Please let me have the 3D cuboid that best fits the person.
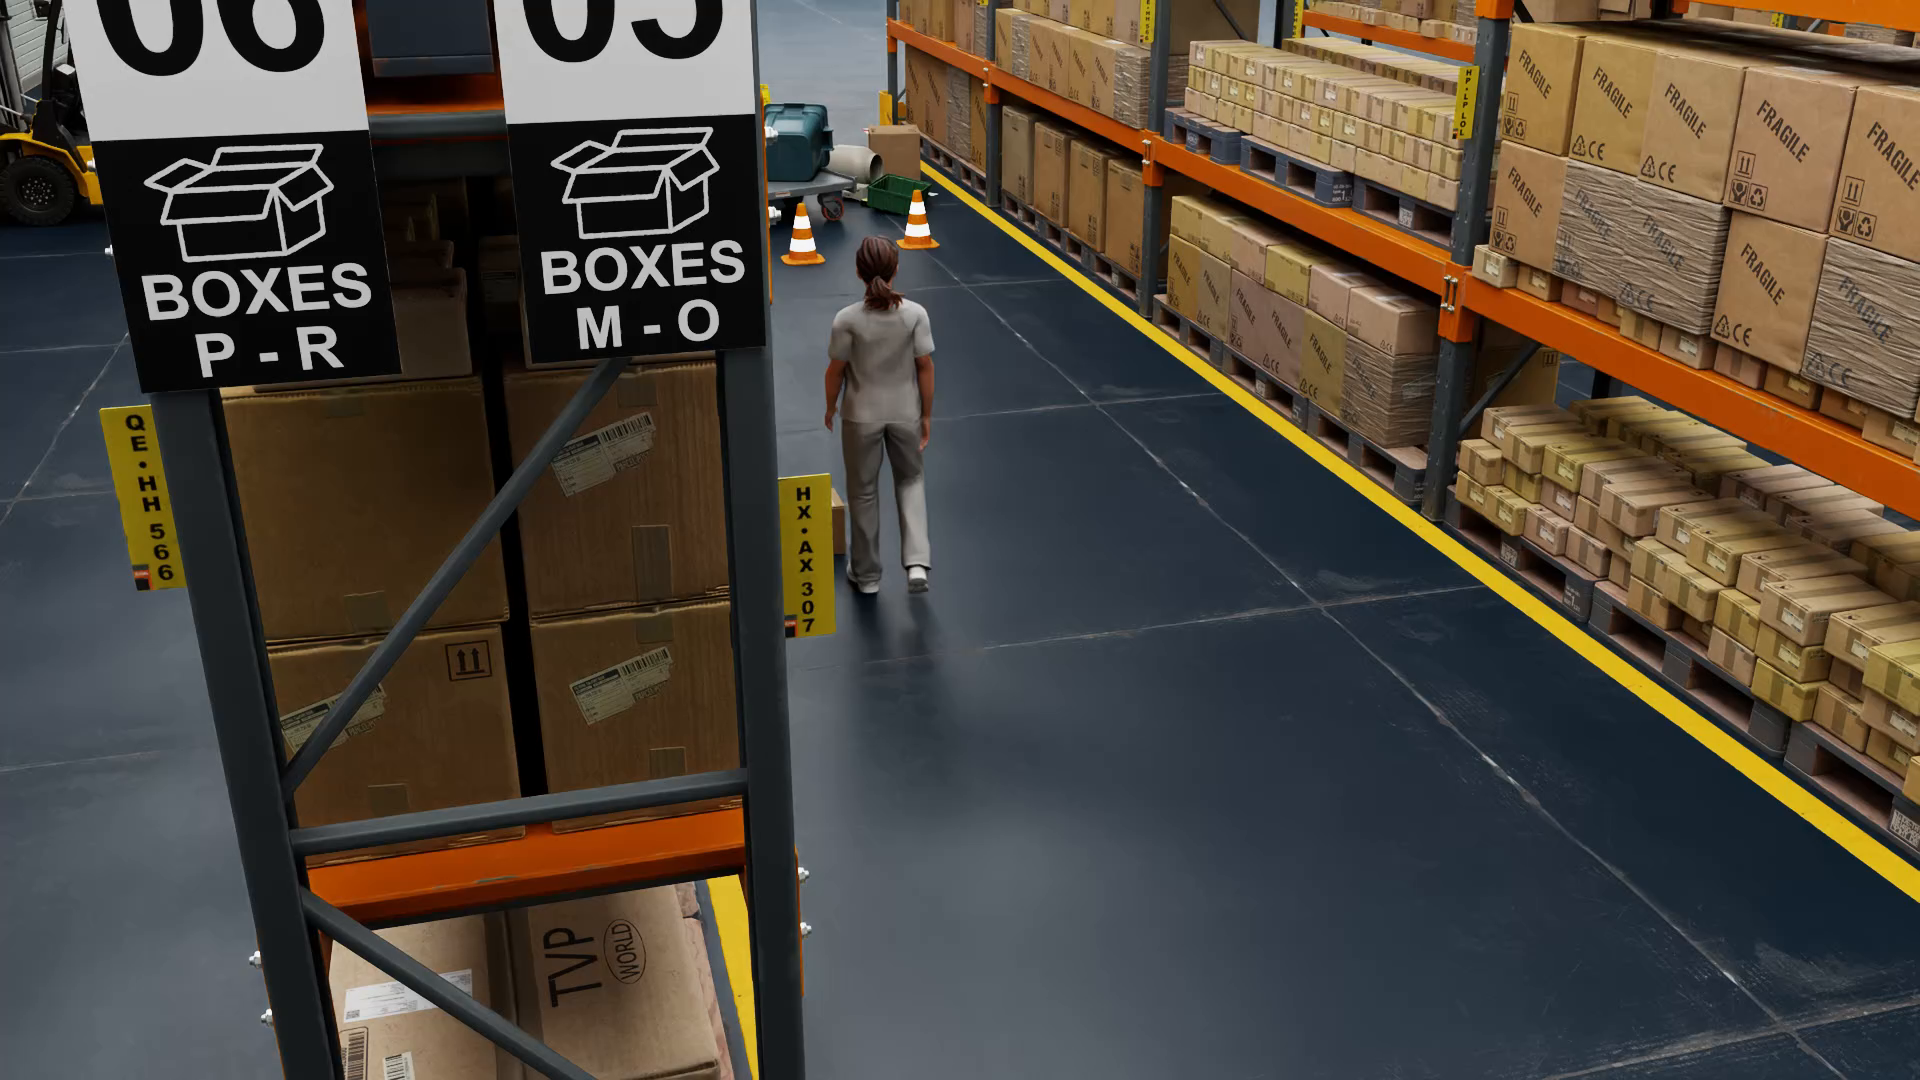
[{"bbox_3d":[-0.360,-0.527,7.312,0.464,1.677,0.541,-6,24,-13],"label":"person"}]
